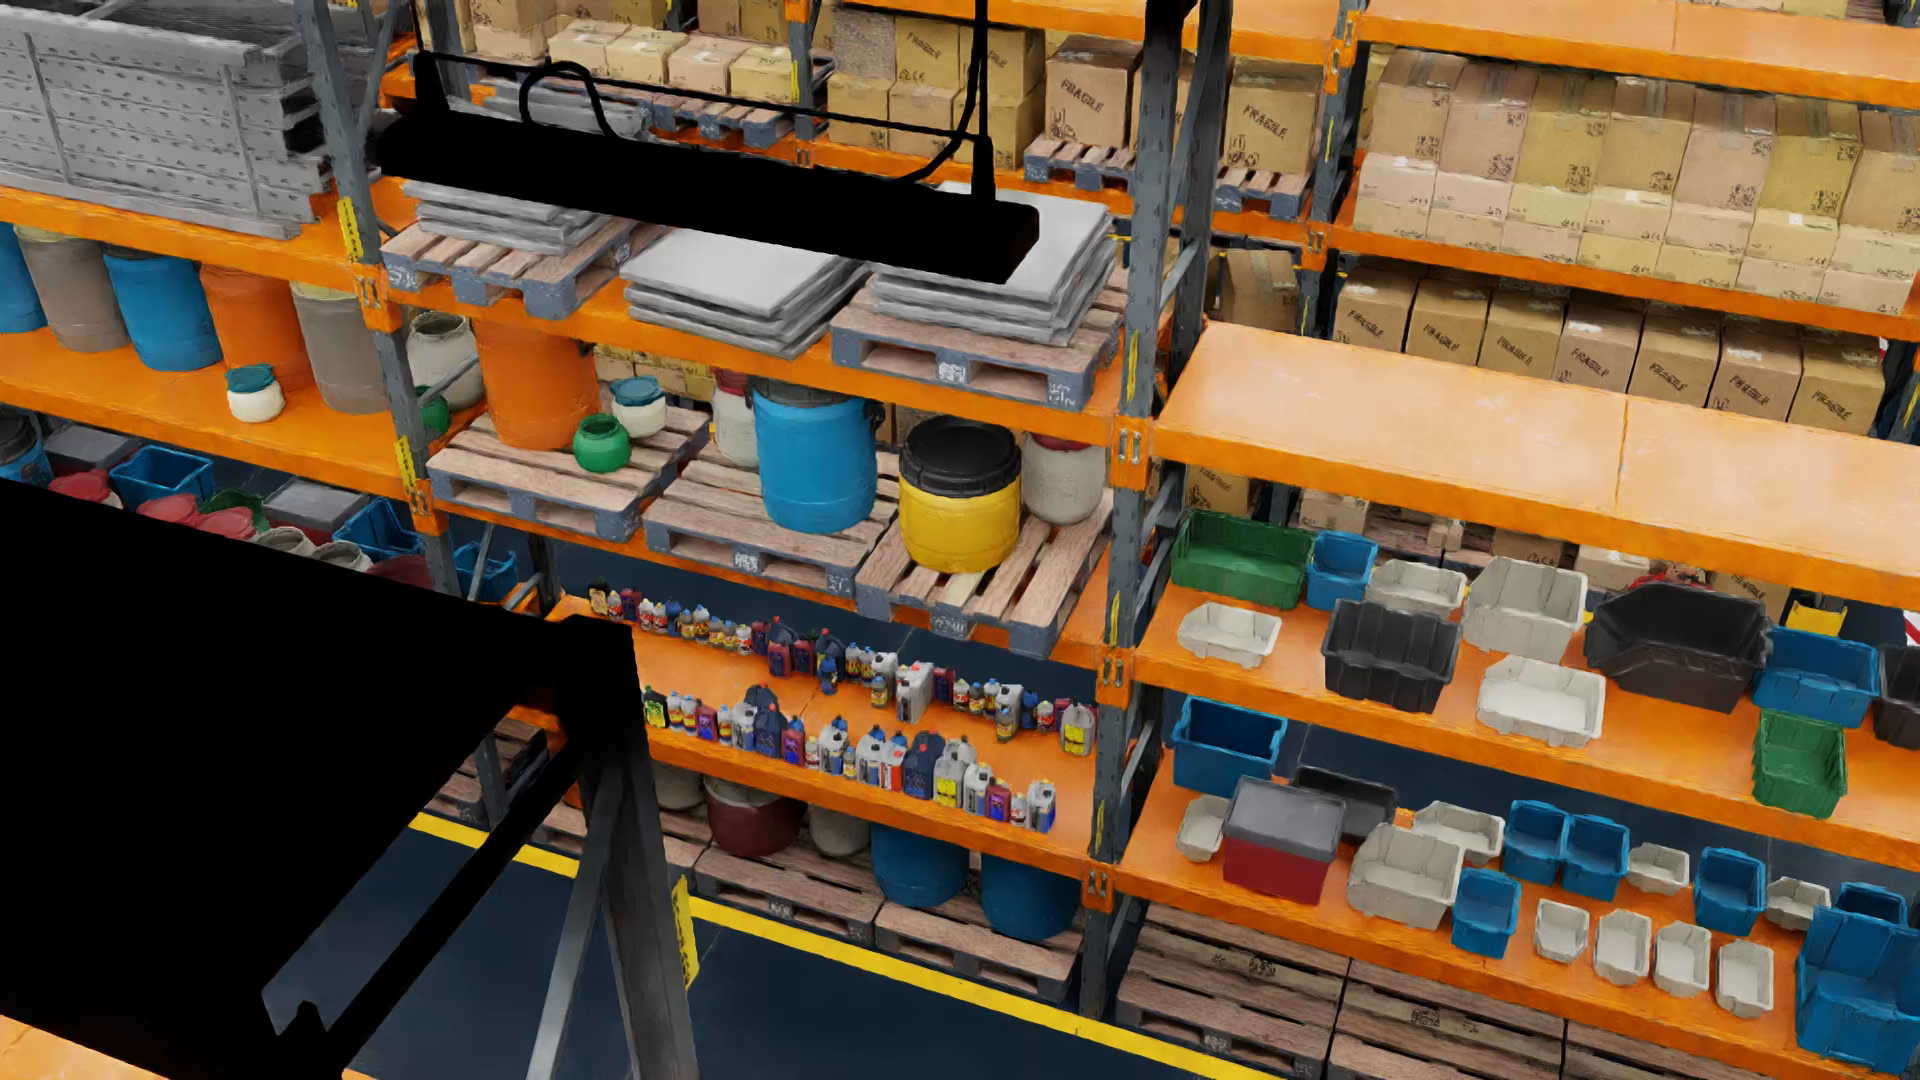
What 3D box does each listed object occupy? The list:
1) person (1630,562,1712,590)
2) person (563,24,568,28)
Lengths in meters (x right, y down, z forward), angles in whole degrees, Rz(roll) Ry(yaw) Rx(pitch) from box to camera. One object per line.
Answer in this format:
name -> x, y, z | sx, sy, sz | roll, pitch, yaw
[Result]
person -> 4.558, 0.788, 10.847 | 0.689, 1.738, 0.401 | 10, 38, 14
person -> -4.180, -4.789, 18.331 | 0.621, 1.794, 0.468 | -1, 37, -2
